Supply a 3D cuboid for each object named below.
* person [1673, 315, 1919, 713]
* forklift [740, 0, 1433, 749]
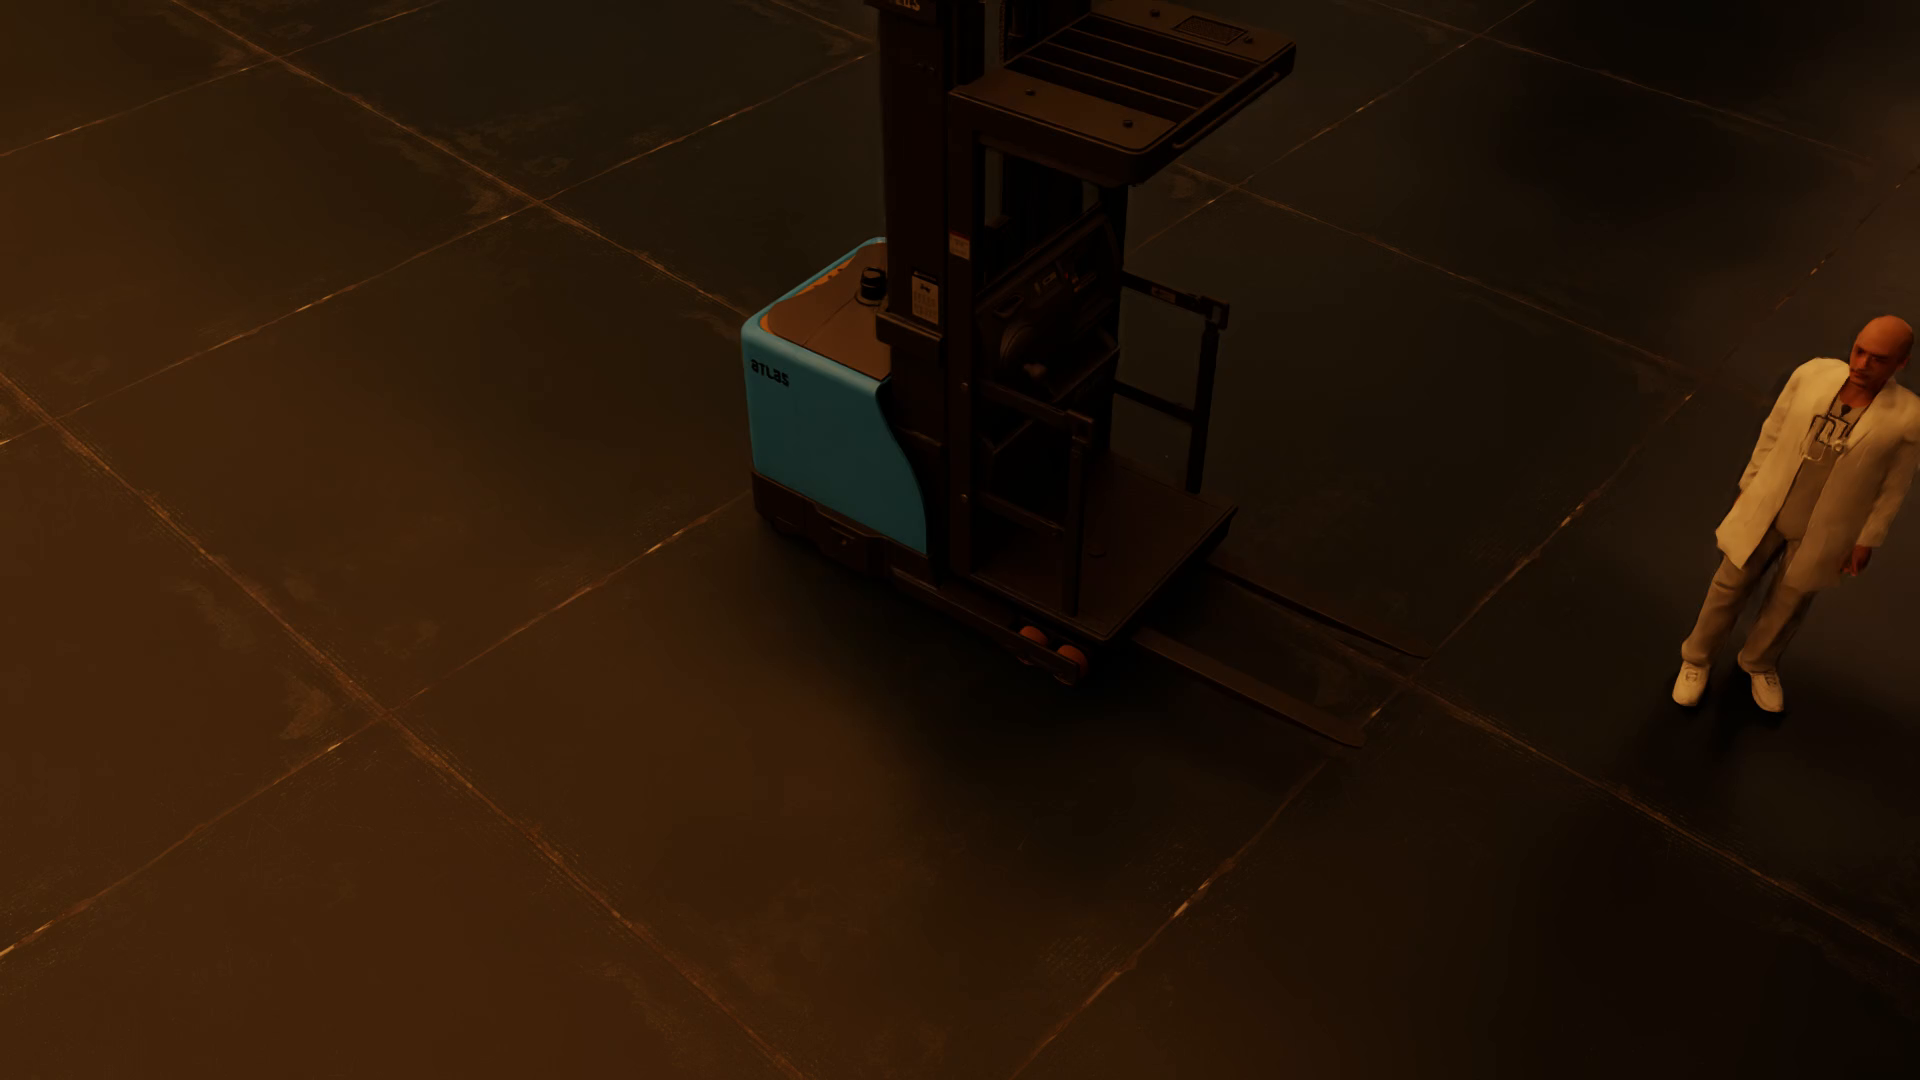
[{"bbox_3d":[3.214,-0.051,6.374,0.556,1.780,0.516,32,50,32],"label":"person"},{"bbox_3d":[0.526,-0.901,6.478,3.031,2.935,1.130,26,47,27],"label":"forklift"}]
